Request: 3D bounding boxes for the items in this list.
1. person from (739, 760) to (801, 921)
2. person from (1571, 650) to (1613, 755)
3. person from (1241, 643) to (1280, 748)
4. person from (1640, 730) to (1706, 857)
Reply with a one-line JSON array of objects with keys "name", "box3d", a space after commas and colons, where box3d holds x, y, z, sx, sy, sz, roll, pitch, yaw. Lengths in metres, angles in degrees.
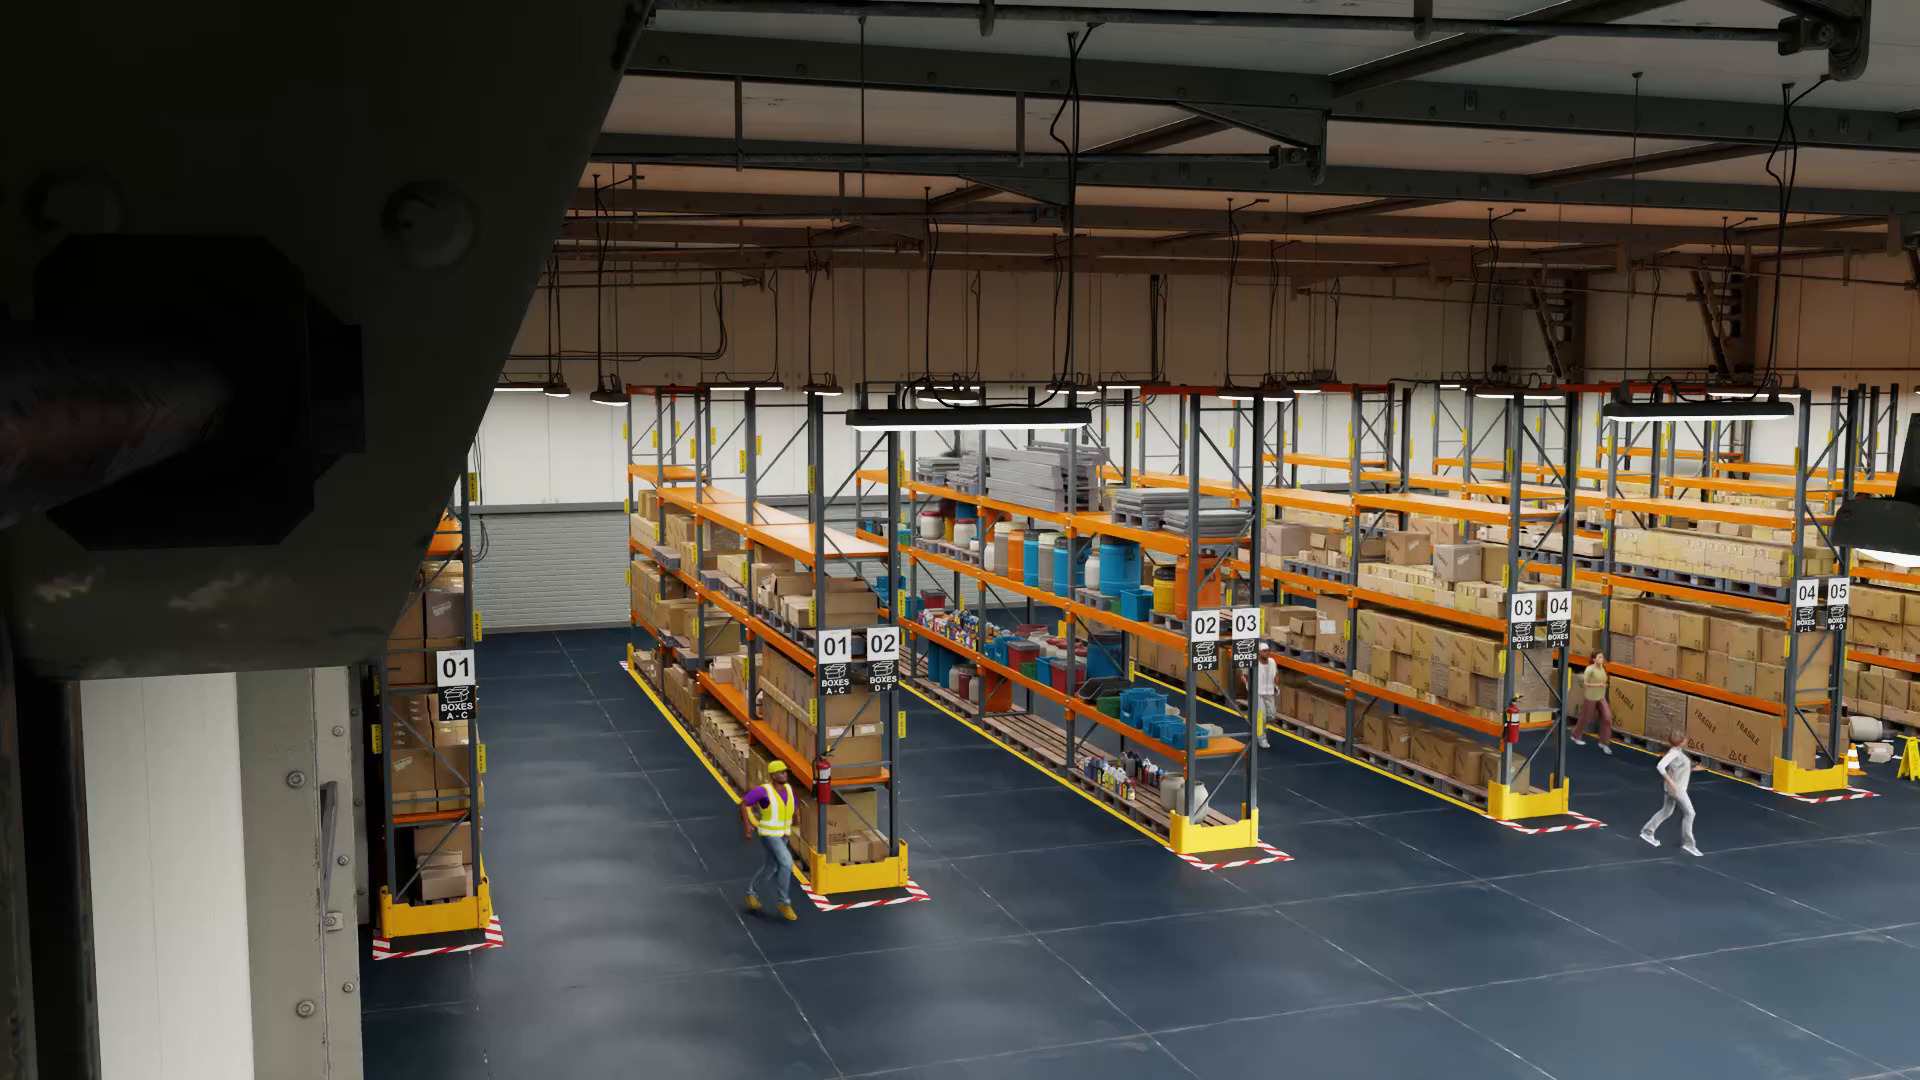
[{"name": "person", "box3d": [-2.112, 3.454, 19.371, 0.815, 1.759, 0.715, 4, 7, 32]}, {"name": "person", "box3d": [10.483, 2.656, 27.553, 0.524, 1.713, 0.804, -2, 6, -21]}, {"name": "person", "box3d": [5.040, 2.580, 27.906, 0.694, 1.747, 0.651, -2, 6, -19]}, {"name": "person", "box3d": [9.312, 3.333, 21.707, 0.758, 1.537, 0.514, 2, 6, 18]}]
